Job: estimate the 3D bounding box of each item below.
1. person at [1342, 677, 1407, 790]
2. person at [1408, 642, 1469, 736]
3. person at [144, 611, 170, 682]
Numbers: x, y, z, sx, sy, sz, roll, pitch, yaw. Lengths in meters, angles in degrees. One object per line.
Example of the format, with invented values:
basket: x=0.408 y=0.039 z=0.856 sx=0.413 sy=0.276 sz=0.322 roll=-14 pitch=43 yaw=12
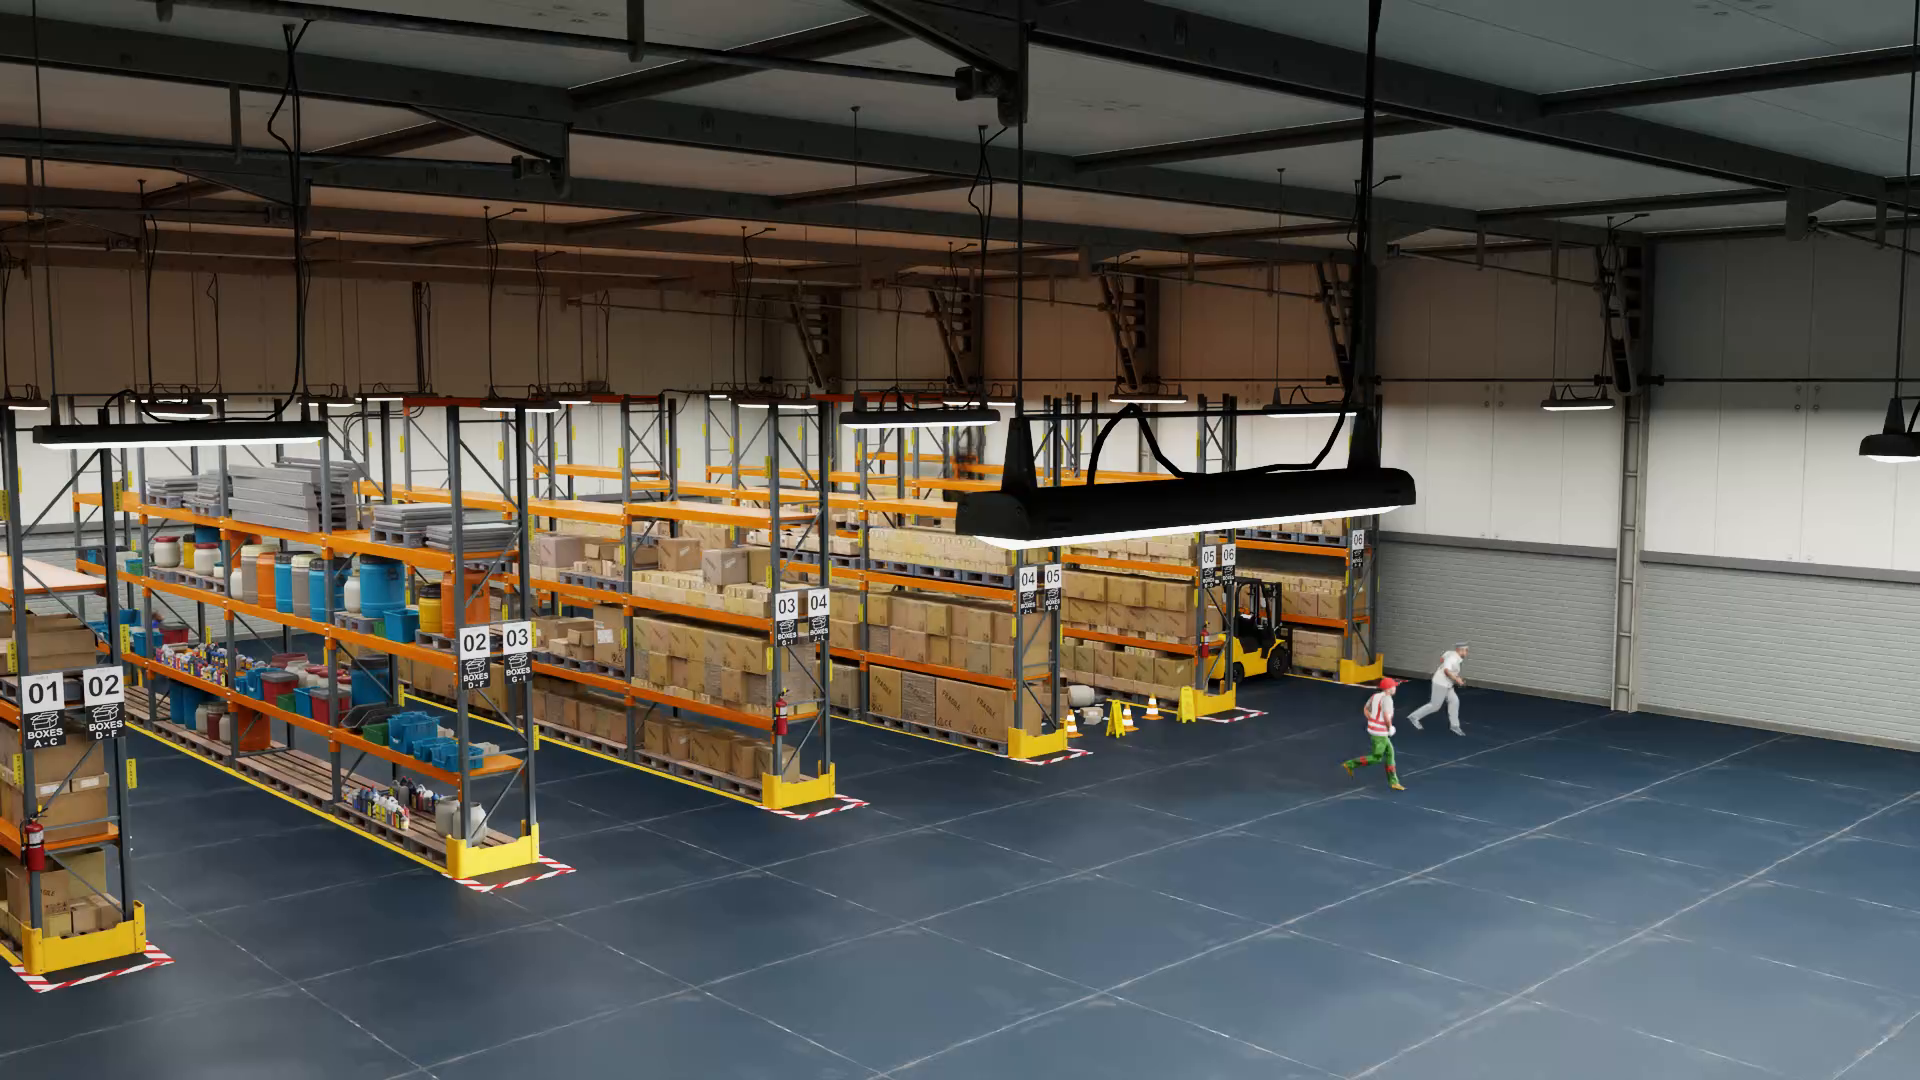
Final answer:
person: x=6.390 y=3.001 z=25.602 sx=1.038 sy=1.772 sz=0.660 roll=0 pitch=6 yaw=-4
person: x=8.556 y=2.651 z=29.755 sx=1.024 sy=1.720 sz=0.703 roll=1 pitch=6 yaw=14
person: x=-16.741 y=2.224 z=34.594 sx=0.583 sy=1.555 sz=0.650 roll=-1 pitch=6 yaw=-15
